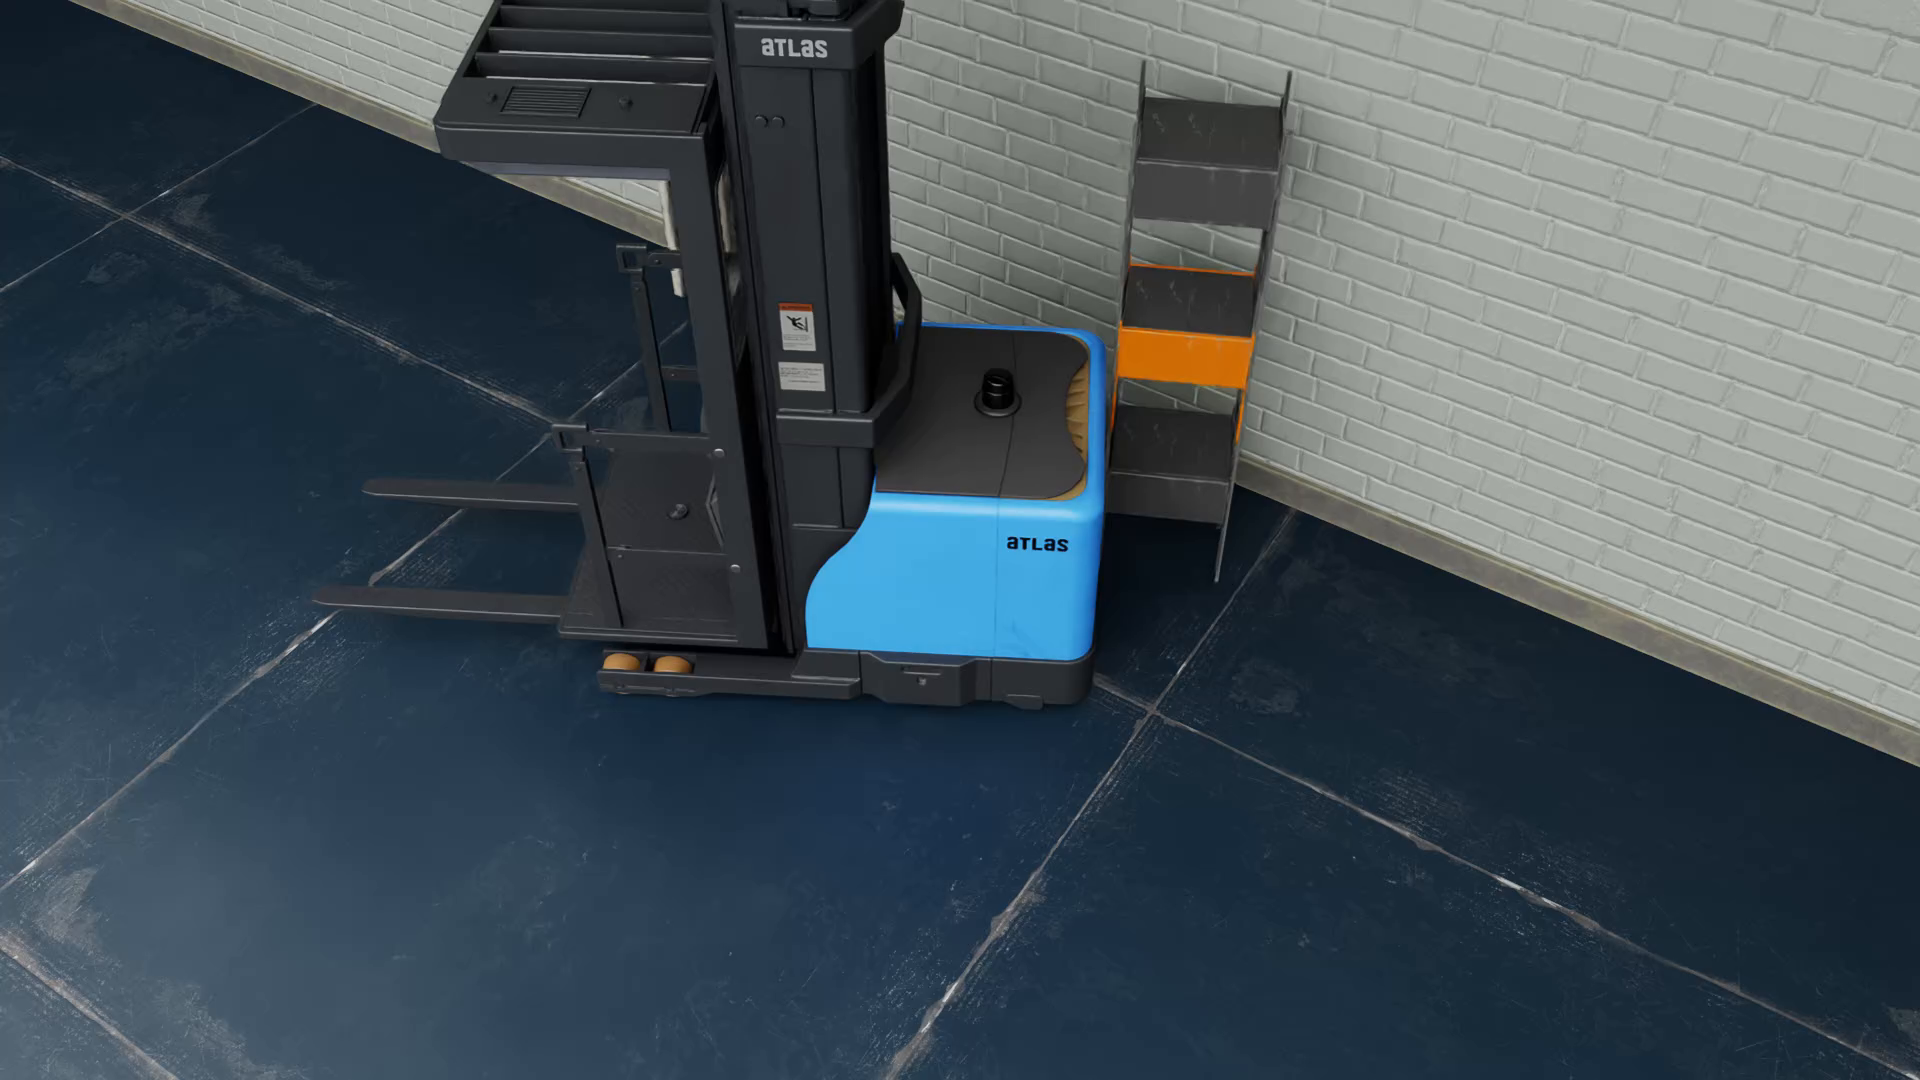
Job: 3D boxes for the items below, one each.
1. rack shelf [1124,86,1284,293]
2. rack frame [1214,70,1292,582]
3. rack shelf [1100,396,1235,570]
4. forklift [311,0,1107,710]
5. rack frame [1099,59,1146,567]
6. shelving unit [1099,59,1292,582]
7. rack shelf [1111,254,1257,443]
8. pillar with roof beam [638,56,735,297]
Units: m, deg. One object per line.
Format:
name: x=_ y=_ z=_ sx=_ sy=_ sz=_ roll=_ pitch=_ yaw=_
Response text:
rack shelf: x=0.836 y=-1.204 z=5.721 sx=0.480 sy=0.518 sz=0.431 roll=6 pitch=46 yaw=6
rack frame: x=1.077 y=-0.700 z=6.188 sx=0.015 sy=2.100 sz=0.400 roll=6 pitch=46 yaw=6
rack shelf: x=0.836 y=-0.228 z=6.725 sx=0.480 sy=0.518 sz=0.431 roll=6 pitch=46 yaw=6
forklift: x=-0.979 y=-0.796 z=5.701 sx=3.031 sy=2.935 sz=1.130 roll=3 pitch=46 yaw=3
rack frame: x=0.594 y=-0.751 z=6.237 sx=0.015 sy=2.100 sz=0.400 roll=6 pitch=46 yaw=6
shelving unit: x=0.836 y=-0.726 z=6.213 sx=0.503 sy=2.100 sz=0.431 roll=6 pitch=46 yaw=6
rack shelf: x=0.836 y=-0.716 z=6.223 sx=0.480 sy=0.518 sz=0.431 roll=6 pitch=46 yaw=6
pillar with roof beam: x=-3.478 y=-1.762 z=2.410 sx=0.400 sy=9.000 sz=9.100 roll=25 pitch=51 yaw=22
